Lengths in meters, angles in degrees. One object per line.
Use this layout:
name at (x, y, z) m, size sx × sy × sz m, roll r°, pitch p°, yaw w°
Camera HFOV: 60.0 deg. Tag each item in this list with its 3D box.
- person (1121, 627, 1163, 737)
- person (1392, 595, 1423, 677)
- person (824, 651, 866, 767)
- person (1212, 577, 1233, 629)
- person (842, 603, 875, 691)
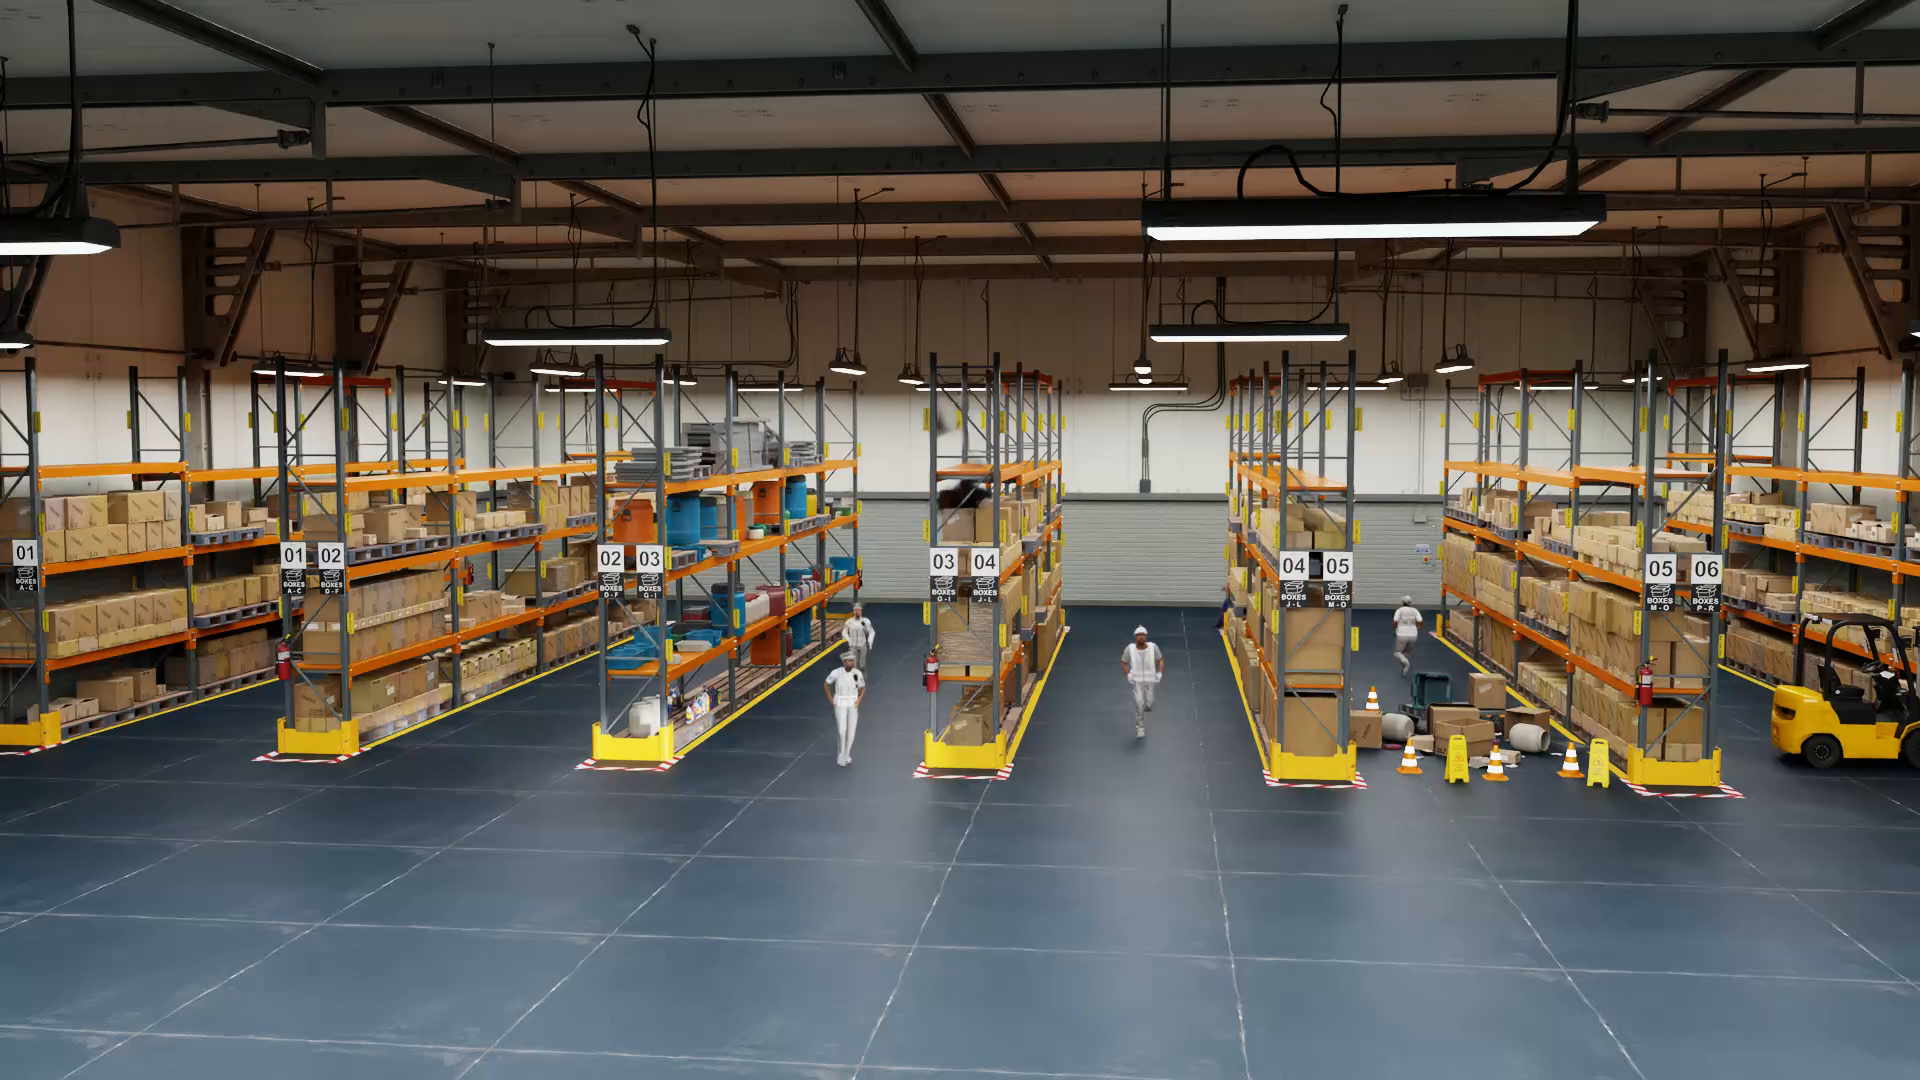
person at (2.916, 2.254, 26.623) m, size 0.685 × 1.756 × 0.678 m, roll 0°, pitch 4°, yaw 0°
person at (8.727, 1.894, 32.484) m, size 0.603 × 1.625 × 0.640 m, roll -1°, pitch 4°, yaw -8°
person at (-1.660, 2.453, 24.323) m, size 0.590 × 1.679 × 0.637 m, roll -1°, pitch 4°, yaw -15°
person at (6.581, 1.345, 40.232) m, size 0.923 × 1.618 × 0.686 m, roll 0°, pitch 4°, yaw -5°
person at (-1.906, 1.990, 31.071) m, size 0.616 × 1.659 × 0.554 m, roll 0°, pitch 4°, yaw 2°
